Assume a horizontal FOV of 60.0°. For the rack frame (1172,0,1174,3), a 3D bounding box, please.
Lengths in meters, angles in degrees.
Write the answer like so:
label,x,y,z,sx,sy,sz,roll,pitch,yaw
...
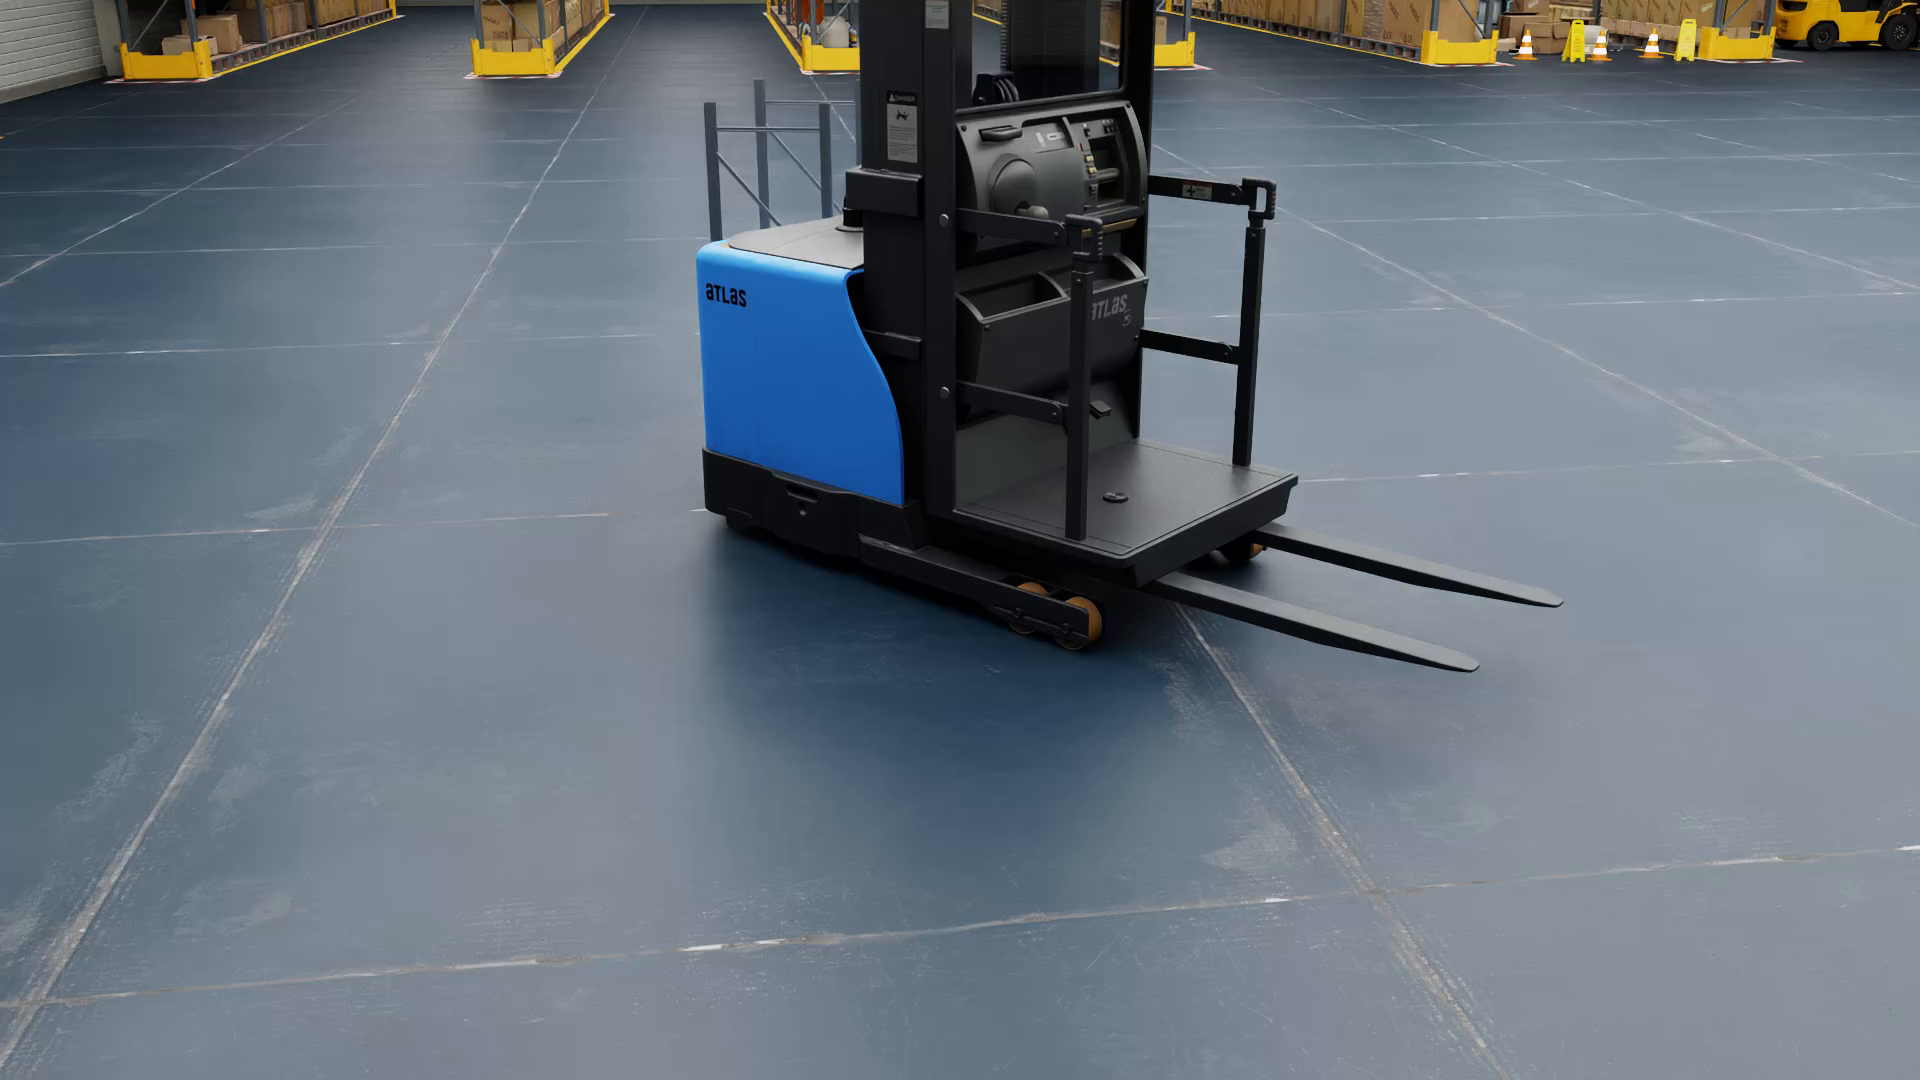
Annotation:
label,x,y,z,sx,sy,sz,roll,pitch,yaw
rack frame,5.734,-14.667,41.200,1.000,3.000,0.127,-3,21,-8

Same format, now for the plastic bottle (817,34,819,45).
label,x,y,z,sx,sy,sz,roll,pitch,yaw
plastic bottle,-2.390,-8.321,27.579,0.097,0.201,0.097,0,20,0

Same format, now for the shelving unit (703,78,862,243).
label,x,y,z,sx,sy,sz,roll,pitch,yaw
shelving unit,-0.718,-1.193,7.267,0.538,1.500,1.048,2,21,4

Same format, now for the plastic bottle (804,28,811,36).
label,x,y,z,sx,sy,sz,roll,pitch,yaw
plastic bottle,-2.491,-8.295,27.403,0.152,0.276,0.135,-3,21,-7

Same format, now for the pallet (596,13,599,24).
label,x,y,z,sx,sy,sz,roll,pitch,yaw
pallet,-8.513,-11.500,36.706,1.003,0.211,1.213,-3,21,-8

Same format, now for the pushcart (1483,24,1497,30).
label,x,y,z,sx,sy,sz,roll,pitch,yaw
pushcart,10.099,-9.436,30.942,1.648,0.377,0.936,-11,23,-26

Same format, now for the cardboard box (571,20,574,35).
label,x,y,z,sx,sy,sz,roll,pitch,yaw
cardboard box,-7.225,-9.216,29.934,0.500,0.250,0.500,-4,21,-9

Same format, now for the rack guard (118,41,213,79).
label,x,y,z,sx,sy,sz,roll,pitch,yaw
rack guard,-11.598,-7.018,24.293,1.175,0.500,0.348,-3,21,-8

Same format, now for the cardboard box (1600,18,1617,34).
label,x,y,z,sx,sy,sz,roll,pitch,yaw
cardboard box,12.166,-9.488,30.662,0.500,0.250,0.500,-4,21,-10

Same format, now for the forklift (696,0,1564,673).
label,x,y,z,sx,sy,sz,roll,pitch,yaw
forklift,0.477,-1.232,5.325,3.031,2.935,1.130,16,26,37

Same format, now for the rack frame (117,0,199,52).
label,x,y,z,sx,sy,sz,roll,pitch,yaw
rack frame,-11.587,-8.163,23.785,1.000,3.000,0.127,-3,21,-8

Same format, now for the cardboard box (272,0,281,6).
label,x,y,z,sx,sy,sz,roll,pitch,yaw
cardboard box,-12.485,-9.694,29.757,0.500,0.250,0.500,-3,21,-8

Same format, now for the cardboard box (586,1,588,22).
label,x,y,z,sx,sy,sz,roll,pitch,yaw
cardboard box,-7.702,-10.572,33.179,0.500,0.500,0.500,-4,21,-10

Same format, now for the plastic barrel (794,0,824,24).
label,x,y,z,sx,sy,sz,roll,pitch,yaw
plastic barrel,-3.024,-10.781,33.296,0.600,0.830,0.708,-3,21,-8

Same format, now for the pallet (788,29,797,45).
label,x,y,z,sx,sy,sz,roll,pitch,yaw
pallet,-2.690,-9.435,31.175,1.003,0.211,1.213,-3,21,-8

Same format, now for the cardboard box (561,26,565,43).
label,x,y,z,sx,sy,sz,roll,pitch,yaw
cardboard box,-6.979,-8.558,28.172,0.500,0.250,0.500,-3,21,-8

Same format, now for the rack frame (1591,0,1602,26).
label,x,y,z,sx,sy,sz,roll,pitch,yaw
rack frame,12.348,-10.797,30.838,1.000,3.000,0.127,-3,21,-8

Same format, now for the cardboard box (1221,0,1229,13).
label,x,y,z,sx,sy,sz,roll,pitch,yaw
cardboard box,6.155,-12.039,37.135,0.500,0.500,0.500,-2,21,-6

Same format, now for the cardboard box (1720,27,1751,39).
label,x,y,z,sx,sy,sz,roll,pitch,yaw
cardboard box,13.082,-8.614,28.322,0.500,0.250,0.500,-3,21,-8

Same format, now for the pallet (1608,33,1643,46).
label,x,y,z,sx,sy,sz,roll,pitch,yaw
pallet,12.480,-9.260,30.708,1.003,0.211,1.213,-3,21,-8

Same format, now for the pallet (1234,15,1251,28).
label,x,y,z,sx,sy,sz,roll,pitch,yaw
pallet,6.604,-11.283,36.125,1.003,0.211,1.213,-3,21,-8

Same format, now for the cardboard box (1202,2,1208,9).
label,x,y,z,sx,sy,sz,roll,pitch,yaw
cardboard box,5.861,-12.445,38.723,0.380,0.149,0.250,-4,21,-10

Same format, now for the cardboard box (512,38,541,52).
label,x,y,z,sx,sy,sz,roll,pitch,yaw
cardboard box,-6.542,-7.520,25.392,0.500,0.250,0.500,-3,21,-8

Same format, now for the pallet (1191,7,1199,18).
label,x,y,z,sx,sy,sz,roll,pitch,yaw
pallet,6.000,-12.630,39.731,1.003,0.211,1.213,-3,21,-8

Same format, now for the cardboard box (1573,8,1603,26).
label,x,y,z,sx,sy,sz,roll,pitch,yaw
cardboard box,12.270,-9.944,31.710,0.950,0.372,0.625,-3,21,-7

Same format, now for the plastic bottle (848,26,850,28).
label,x,y,z,sx,sy,sz,roll,pitch,yaw
plastic bottle,-1.888,-8.535,28.044,0.152,0.276,0.135,-3,21,-7

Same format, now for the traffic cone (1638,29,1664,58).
label,x,y,z,sx,sy,sz,roll,pitch,yaw
traffic cone,11.586,-8.308,27.798,0.336,0.463,0.334,-3,21,-8

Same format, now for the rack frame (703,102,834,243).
label,x,y,z,sx,sy,sz,roll,pitch,yaw
rack frame,-0.758,-1.016,6.792,0.500,1.500,0.032,2,21,4

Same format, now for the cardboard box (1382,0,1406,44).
label,x,y,z,sx,sy,sz,roll,pitch,yaw
cardboard box,7.749,-8.865,28.101,0.875,0.875,0.875,-3,21,-9

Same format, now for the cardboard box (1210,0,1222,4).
label,x,y,z,sx,sy,sz,roll,pitch,yaw
cardboard box,5.951,-12.376,38.114,0.380,0.149,0.250,-3,21,-7

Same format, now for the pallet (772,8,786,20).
label,x,y,z,sx,sy,sz,roll,pitch,yaw
pallet,-3.836,-12.187,38.544,1.003,0.211,1.213,-3,21,-8

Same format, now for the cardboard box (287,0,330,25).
label,x,y,z,sx,sy,sz,roll,pitch,yaw
cardboard box,-12.716,-10.384,32.203,0.750,0.750,0.750,-3,21,-8

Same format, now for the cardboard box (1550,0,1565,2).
label,x,y,z,sx,sy,sz,roll,pitch,yaw
cardboard box,15.524,-14.014,42.419,0.797,0.503,0.637,-4,21,-10

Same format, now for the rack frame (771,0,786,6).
label,x,y,z,sx,sy,sz,roll,pitch,yaw
rack frame,-4.090,-14.202,39.955,1.000,3.000,0.127,-3,21,-8

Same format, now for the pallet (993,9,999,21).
label,x,y,z,sx,sy,sz,roll,pitch,yaw
pallet,1.356,-12.028,38.119,1.003,0.211,1.213,-3,21,-8

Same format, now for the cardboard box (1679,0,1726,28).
label,x,y,z,sx,sy,sz,roll,pitch,yaw
cardboard box,12.551,-8.936,28.114,0.500,0.500,0.500,-3,21,-7

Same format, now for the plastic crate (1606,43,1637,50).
label,x,y,z,sx,sy,sz,roll,pitch,yaw
plastic crate,11.763,-8.845,29.782,0.402,0.080,0.583,-11,23,-26

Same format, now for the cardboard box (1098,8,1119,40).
label,x,y,z,sx,sy,sz,roll,pitch,yaw
cardboard box,2.650,-8.985,28.957,0.500,0.500,0.500,4,21,9

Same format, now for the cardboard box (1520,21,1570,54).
label,x,y,z,sx,sy,sz,roll,pitch,yaw
cardboard box,10.166,-8.723,28.853,0.637,0.503,0.797,17,27,39

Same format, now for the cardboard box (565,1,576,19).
label,x,y,z,sx,sy,sz,roll,pitch,yaw
cardboard box,-7.298,-9.658,30.316,0.500,0.311,0.500,-2,21,-6

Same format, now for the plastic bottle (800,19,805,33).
label,x,y,z,sx,sy,sz,roll,pitch,yaw
plastic bottle,-2.654,-8.712,28.413,0.144,0.351,0.185,-2,21,-6

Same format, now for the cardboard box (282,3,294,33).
label,x,y,z,sx,sy,sz,roll,pitch,yaw
cardboard box,-12.625,-9.537,30.408,0.700,0.500,0.500,-3,21,-8

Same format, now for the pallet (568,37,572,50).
label,x,y,z,sx,sy,sz,roll,pitch,yaw
pallet,-7.407,-8.746,29.331,1.003,0.211,1.213,-3,21,-8

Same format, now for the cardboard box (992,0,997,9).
label,x,y,z,sx,sy,sz,roll,pitch,yaw
cardboard box,1.243,-12.813,38.671,0.875,0.875,0.875,-3,21,-8

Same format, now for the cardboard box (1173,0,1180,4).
label,x,y,z,sx,sy,sz,roll,pitch,yaw
cardboard box,5.493,-13.331,41.096,0.380,0.149,0.250,-2,21,-7

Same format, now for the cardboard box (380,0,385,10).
label,x,y,z,sx,sy,sz,roll,pitch,yaw
cardboard box,-13.693,-12.491,38.345,0.700,0.500,0.500,-3,21,-8

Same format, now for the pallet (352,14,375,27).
label,x,y,z,sx,sy,sz,roll,pitch,yaw
pallet,-13.349,-11.279,36.112,1.003,0.211,1.213,-3,21,-8

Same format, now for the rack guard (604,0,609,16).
label,x,y,z,sx,sy,sz,roll,pitch,yaw
rack guard,-8.981,-12.757,39.656,1.175,0.500,0.348,-3,21,-8

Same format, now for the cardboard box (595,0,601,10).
label,x,y,z,sx,sy,sz,roll,pitch,yaw
cardboard box,-8.562,-12.366,38.338,0.500,0.250,0.500,-3,21,-8

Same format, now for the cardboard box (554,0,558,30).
label,x,y,z,sx,sy,sz,roll,pitch,yaw
cardboard box,-6.842,-8.563,27.113,0.500,0.500,0.500,-3,21,-8
